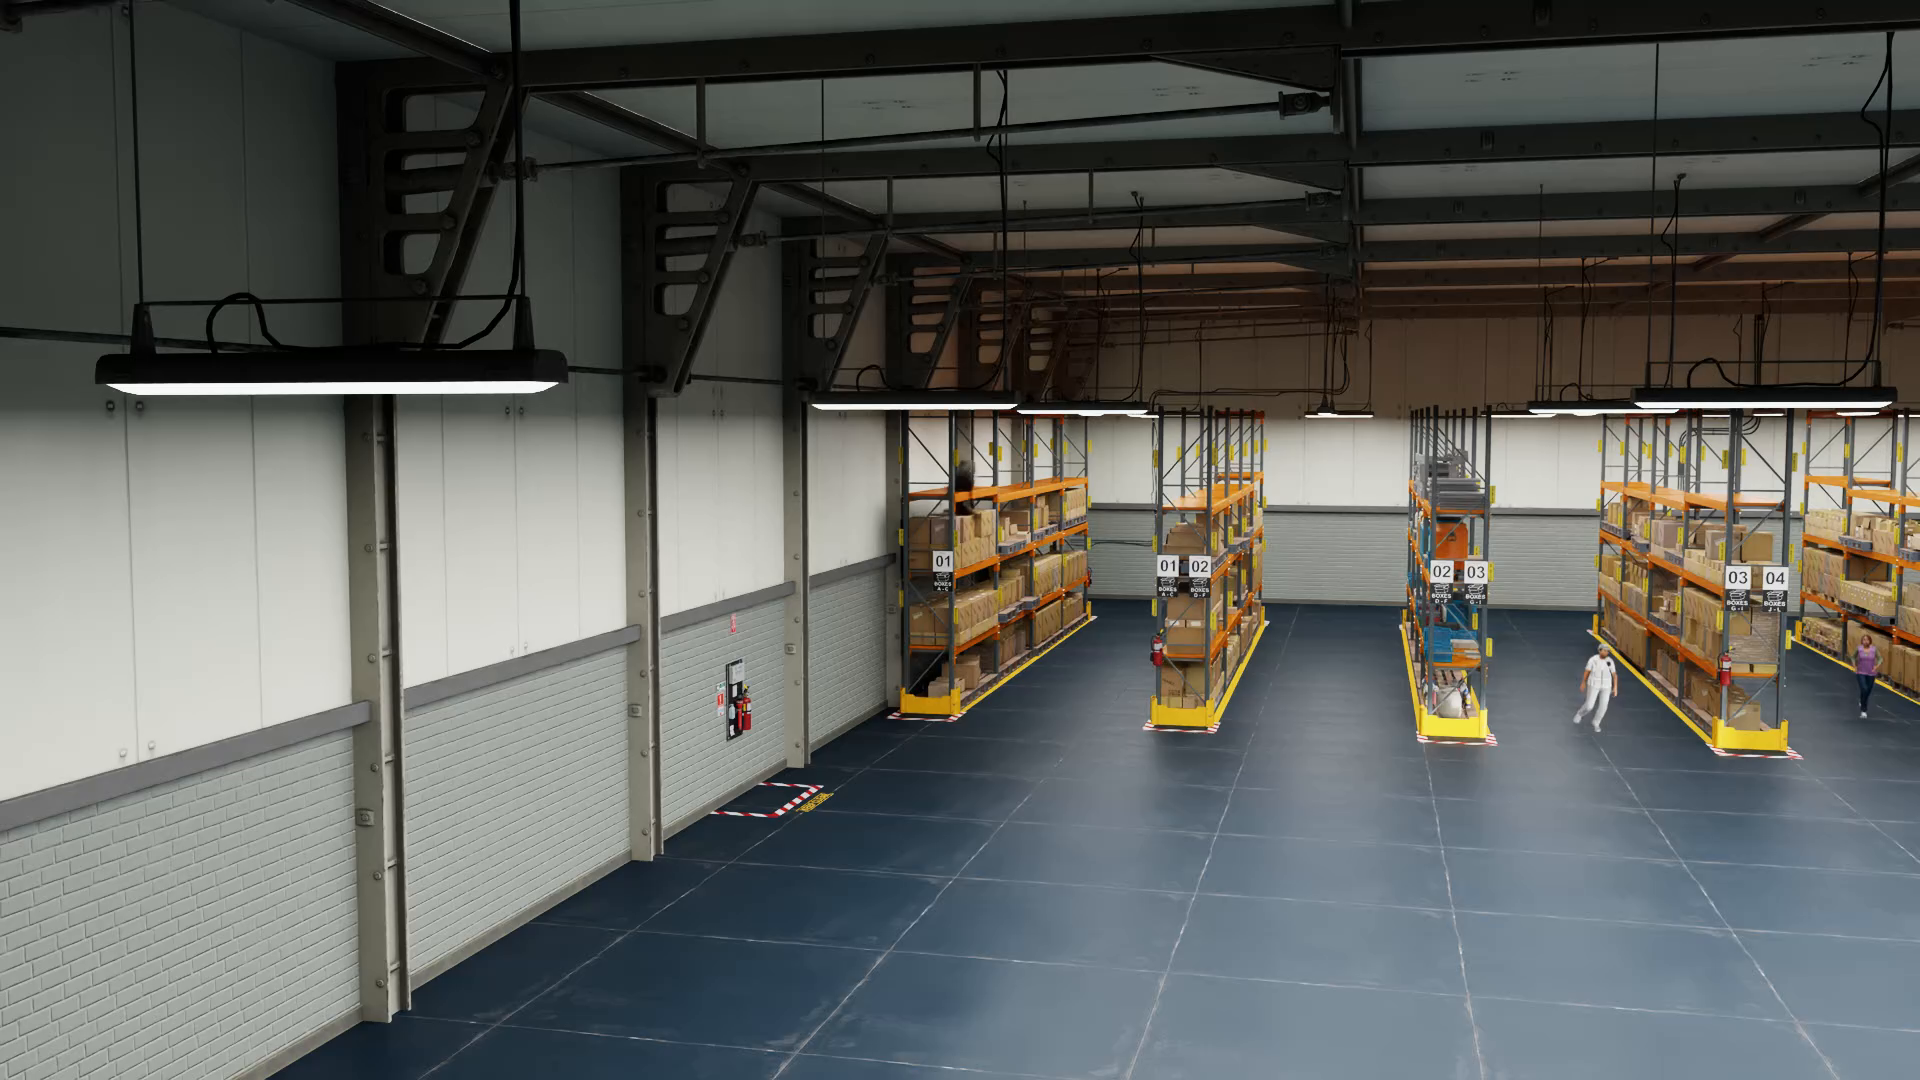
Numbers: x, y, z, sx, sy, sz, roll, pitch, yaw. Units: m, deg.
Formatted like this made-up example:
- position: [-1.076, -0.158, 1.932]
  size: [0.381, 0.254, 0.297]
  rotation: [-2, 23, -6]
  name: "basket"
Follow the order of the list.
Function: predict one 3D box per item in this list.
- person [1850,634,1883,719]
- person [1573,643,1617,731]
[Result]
- position: [17.558, 2.632, 32.239]
  size: [0.532, 1.607, 0.734]
  rotation: [1, 4, 18]
  name: "person"
- position: [11.742, 2.708, 30.718]
  size: [0.724, 1.629, 0.514]
  rotation: [1, 4, 10]
  name: "person"
